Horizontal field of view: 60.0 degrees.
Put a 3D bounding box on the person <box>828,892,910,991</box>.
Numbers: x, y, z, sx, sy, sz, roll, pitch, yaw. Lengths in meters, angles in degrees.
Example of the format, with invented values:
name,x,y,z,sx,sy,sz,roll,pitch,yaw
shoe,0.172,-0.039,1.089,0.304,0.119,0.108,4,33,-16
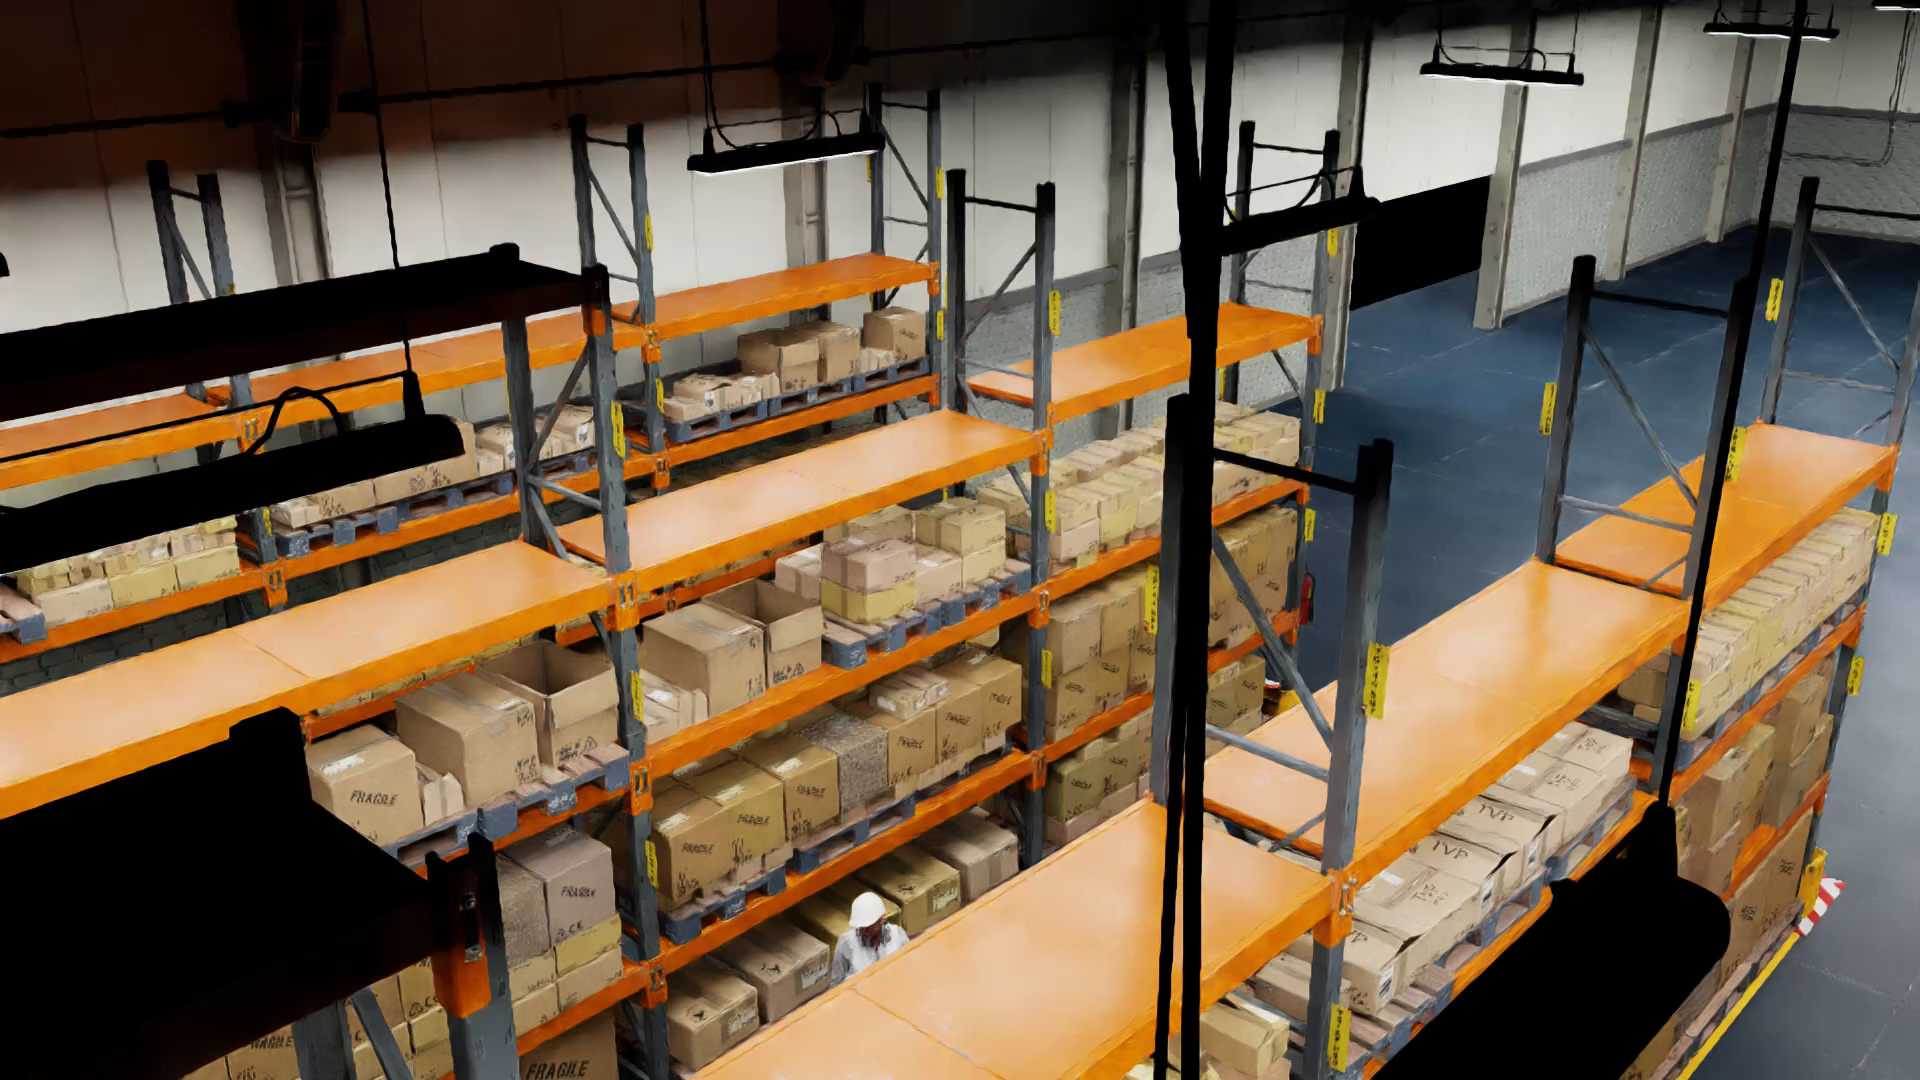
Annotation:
name,x,y,z,sx,sy,sz,roll,pitch,yaw
person,-0.601,3.189,11.319,0.630,1.768,0.583,-9,23,-22
